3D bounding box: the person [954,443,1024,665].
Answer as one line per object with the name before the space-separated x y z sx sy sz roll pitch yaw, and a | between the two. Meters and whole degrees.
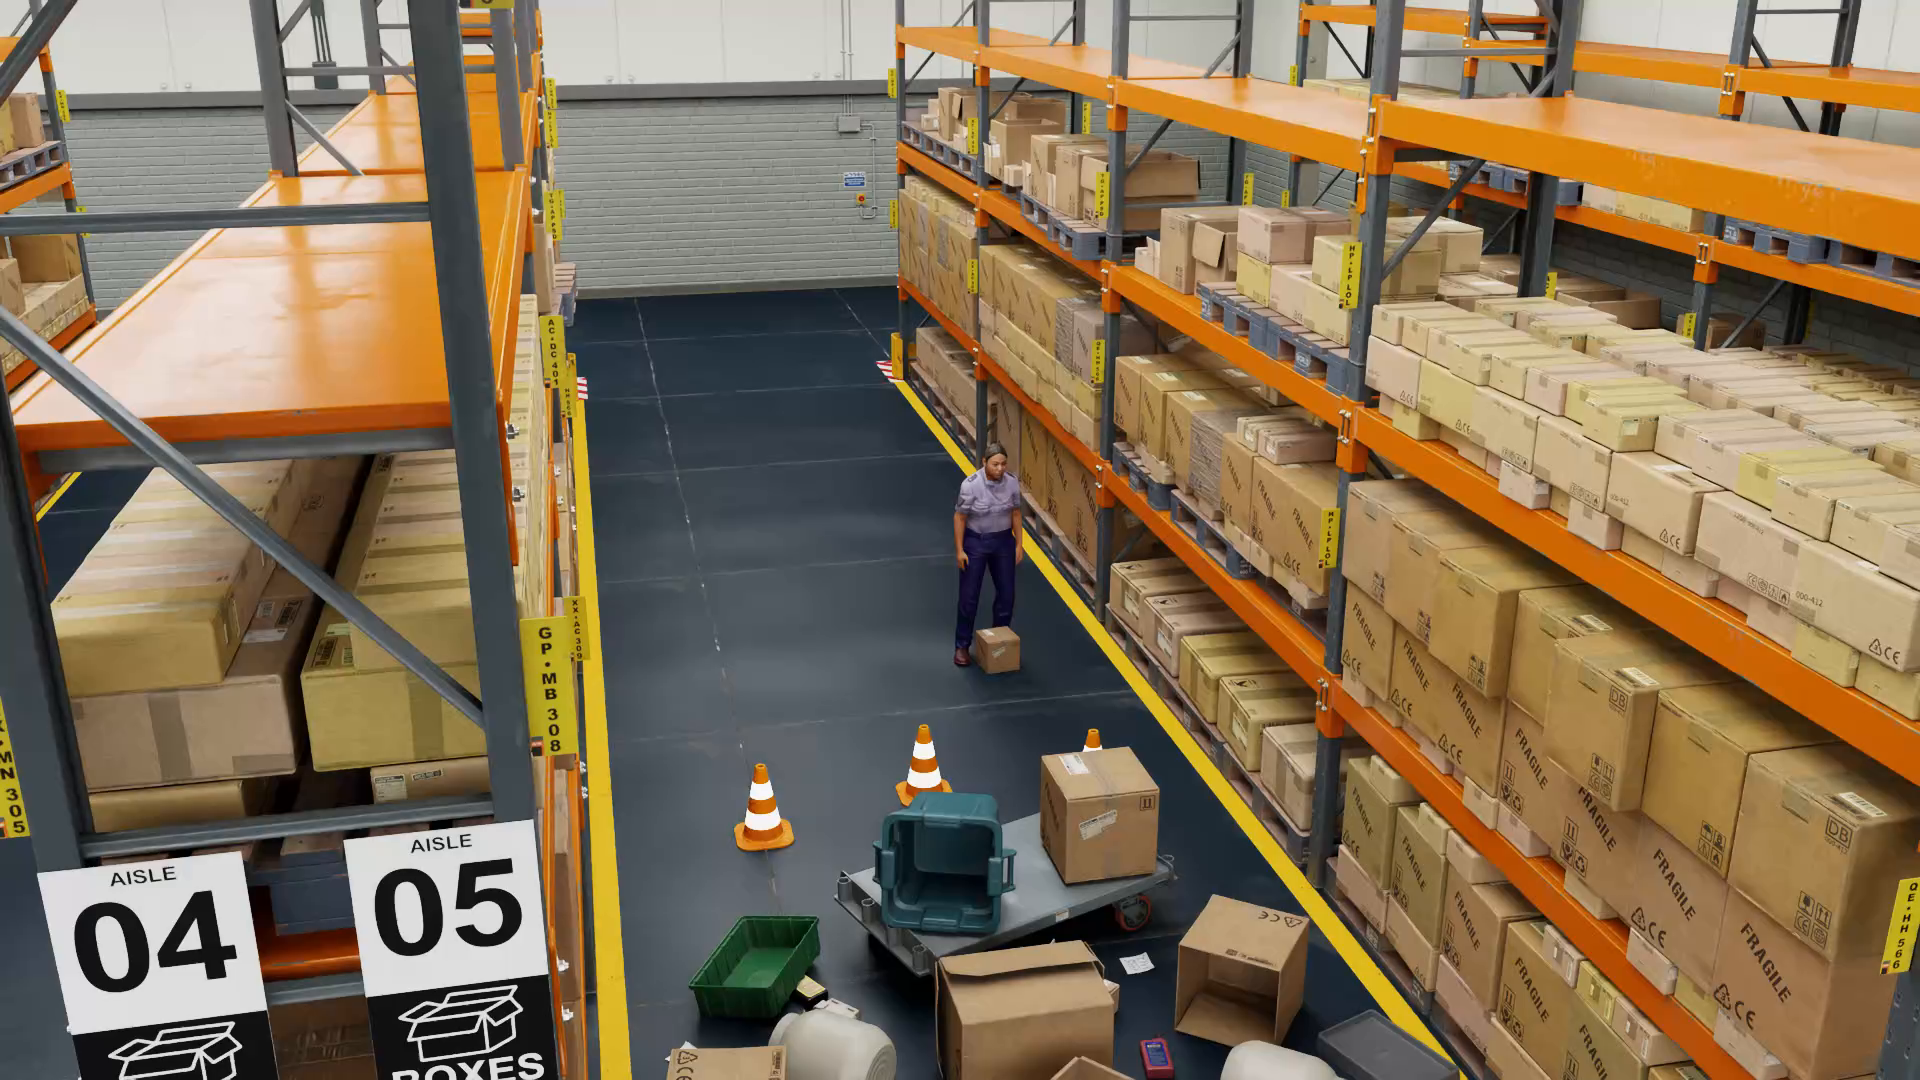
person | 0.197 0.073 12.154 0.565 1.651 0.370 -7 21 -18
